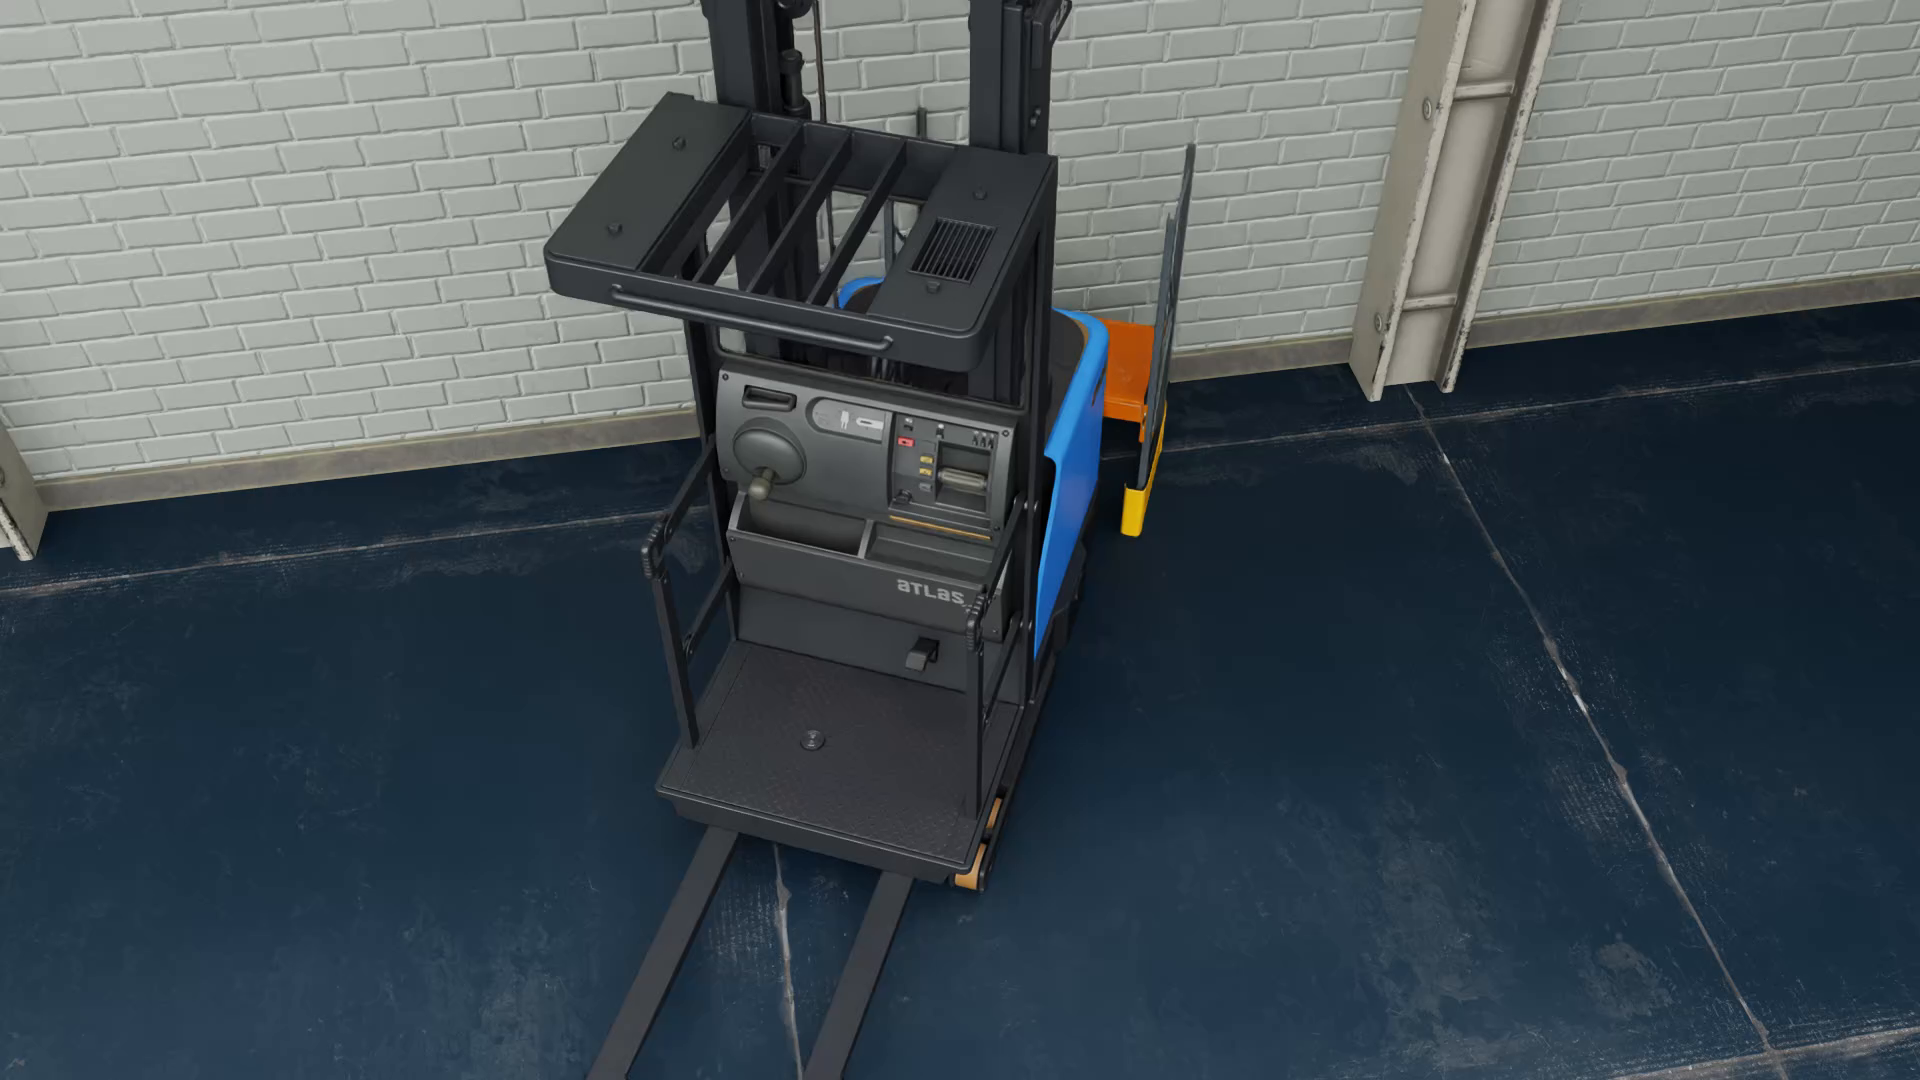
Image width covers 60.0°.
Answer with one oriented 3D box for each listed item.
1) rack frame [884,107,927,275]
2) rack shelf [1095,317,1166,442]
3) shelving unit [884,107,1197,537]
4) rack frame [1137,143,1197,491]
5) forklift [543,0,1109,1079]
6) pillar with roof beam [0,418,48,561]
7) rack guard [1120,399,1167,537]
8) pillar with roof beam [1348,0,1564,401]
[{"bbox_3d":[-0.204,-0.922,6.591,0.032,1.500,0.500,10,46,10],"label":"rack frame"},{"bbox_3d":[0.288,-0.706,6.635,1.000,0.185,0.538,10,46,10],"label":"rack shelf"},{"bbox_3d":[0.281,-0.835,6.509,1.083,1.500,0.587,10,46,10],"label":"shelving unit"},{"bbox_3d":[0.783,-0.744,6.423,0.032,1.500,0.500,10,46,10],"label":"rack frame"},{"bbox_3d":[-0.355,-0.166,4.875,1.130,2.935,3.031,12,47,11],"label":"forklift"},{"bbox_3d":[-3.205,-0.076,0.574,0.400,9.000,9.100,-7,46,-7],"label":"pillar with roof beam"},{"bbox_3d":[0.760,-0.308,6.870,0.087,0.250,0.587,10,46,10],"label":"rack guard"},{"bbox_3d":[2.708,-0.813,1.284,0.400,9.000,9.100,-7,46,-7],"label":"pillar with roof beam"}]
